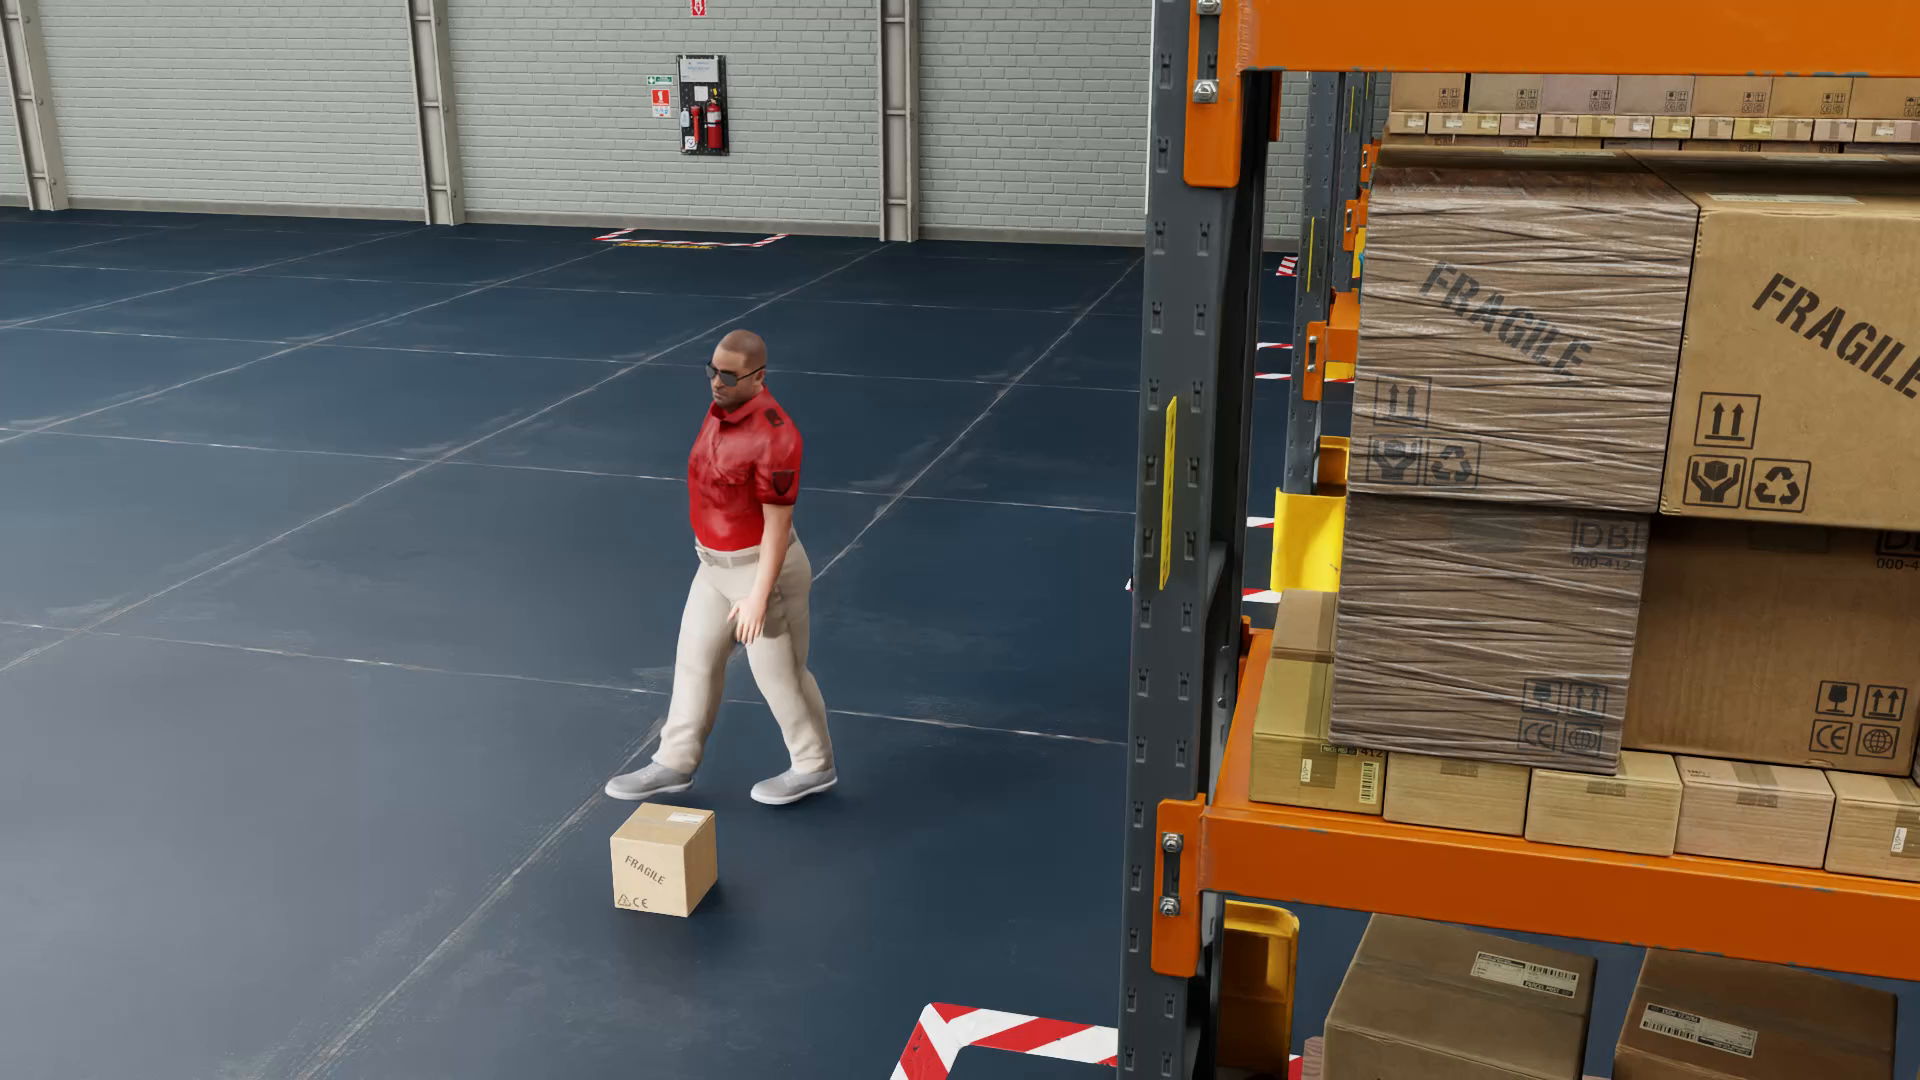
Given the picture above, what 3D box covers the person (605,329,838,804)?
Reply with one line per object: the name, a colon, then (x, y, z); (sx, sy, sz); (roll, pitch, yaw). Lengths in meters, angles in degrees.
person: (-0.814, 0.125, 5.654); (0.777, 1.701, 0.587); (-13, 22, -34)
